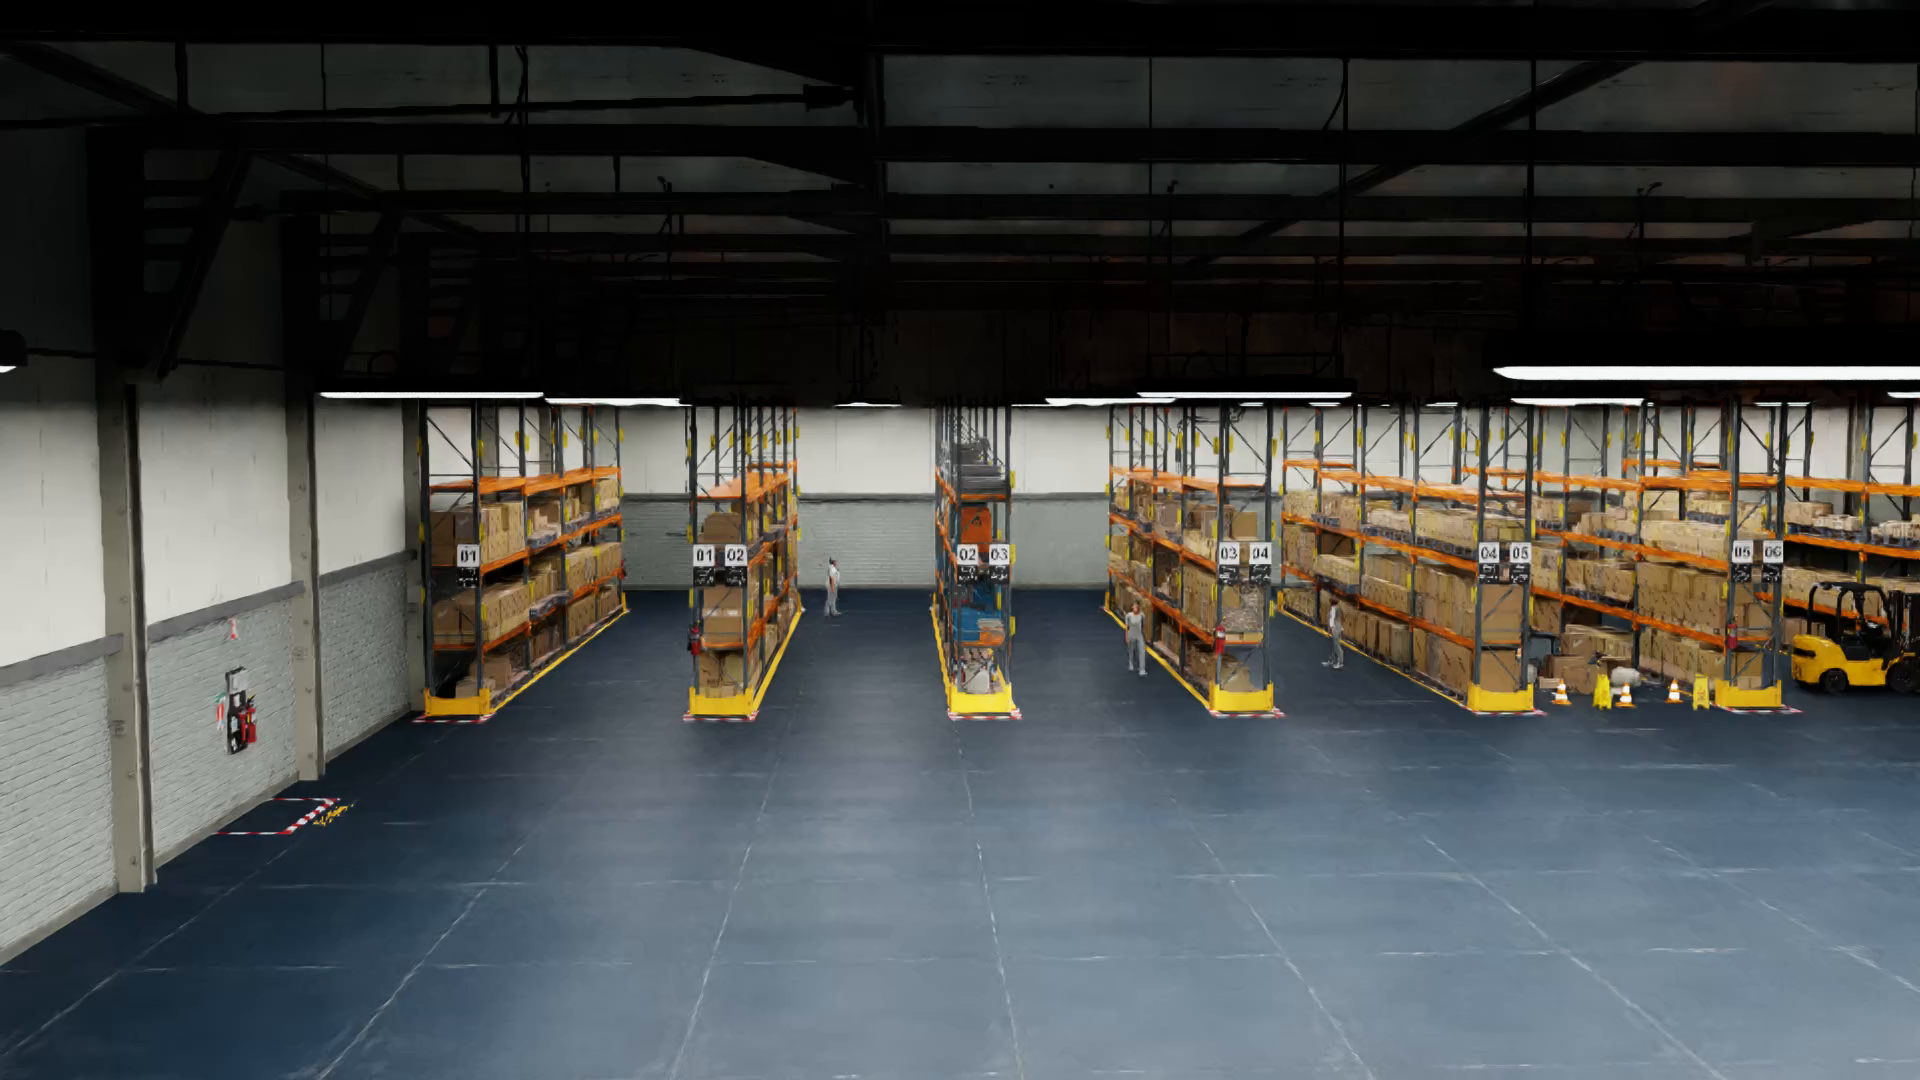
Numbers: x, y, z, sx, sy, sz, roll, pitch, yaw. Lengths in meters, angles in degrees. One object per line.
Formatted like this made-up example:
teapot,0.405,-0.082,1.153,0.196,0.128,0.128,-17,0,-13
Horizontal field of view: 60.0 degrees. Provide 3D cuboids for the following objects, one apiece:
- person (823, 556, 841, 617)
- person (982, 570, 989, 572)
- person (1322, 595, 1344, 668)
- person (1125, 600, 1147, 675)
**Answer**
person,-3.540,1.279,45.966,0.497,1.658,0.682,0,5,-5
person,0.845,0.929,50.075,0.589,1.716,1.043,0,5,-4
person,8.289,2.012,36.883,0.532,1.591,0.528,2,5,25
person,3.790,2.079,35.948,0.447,1.588,1.095,0,4,1
